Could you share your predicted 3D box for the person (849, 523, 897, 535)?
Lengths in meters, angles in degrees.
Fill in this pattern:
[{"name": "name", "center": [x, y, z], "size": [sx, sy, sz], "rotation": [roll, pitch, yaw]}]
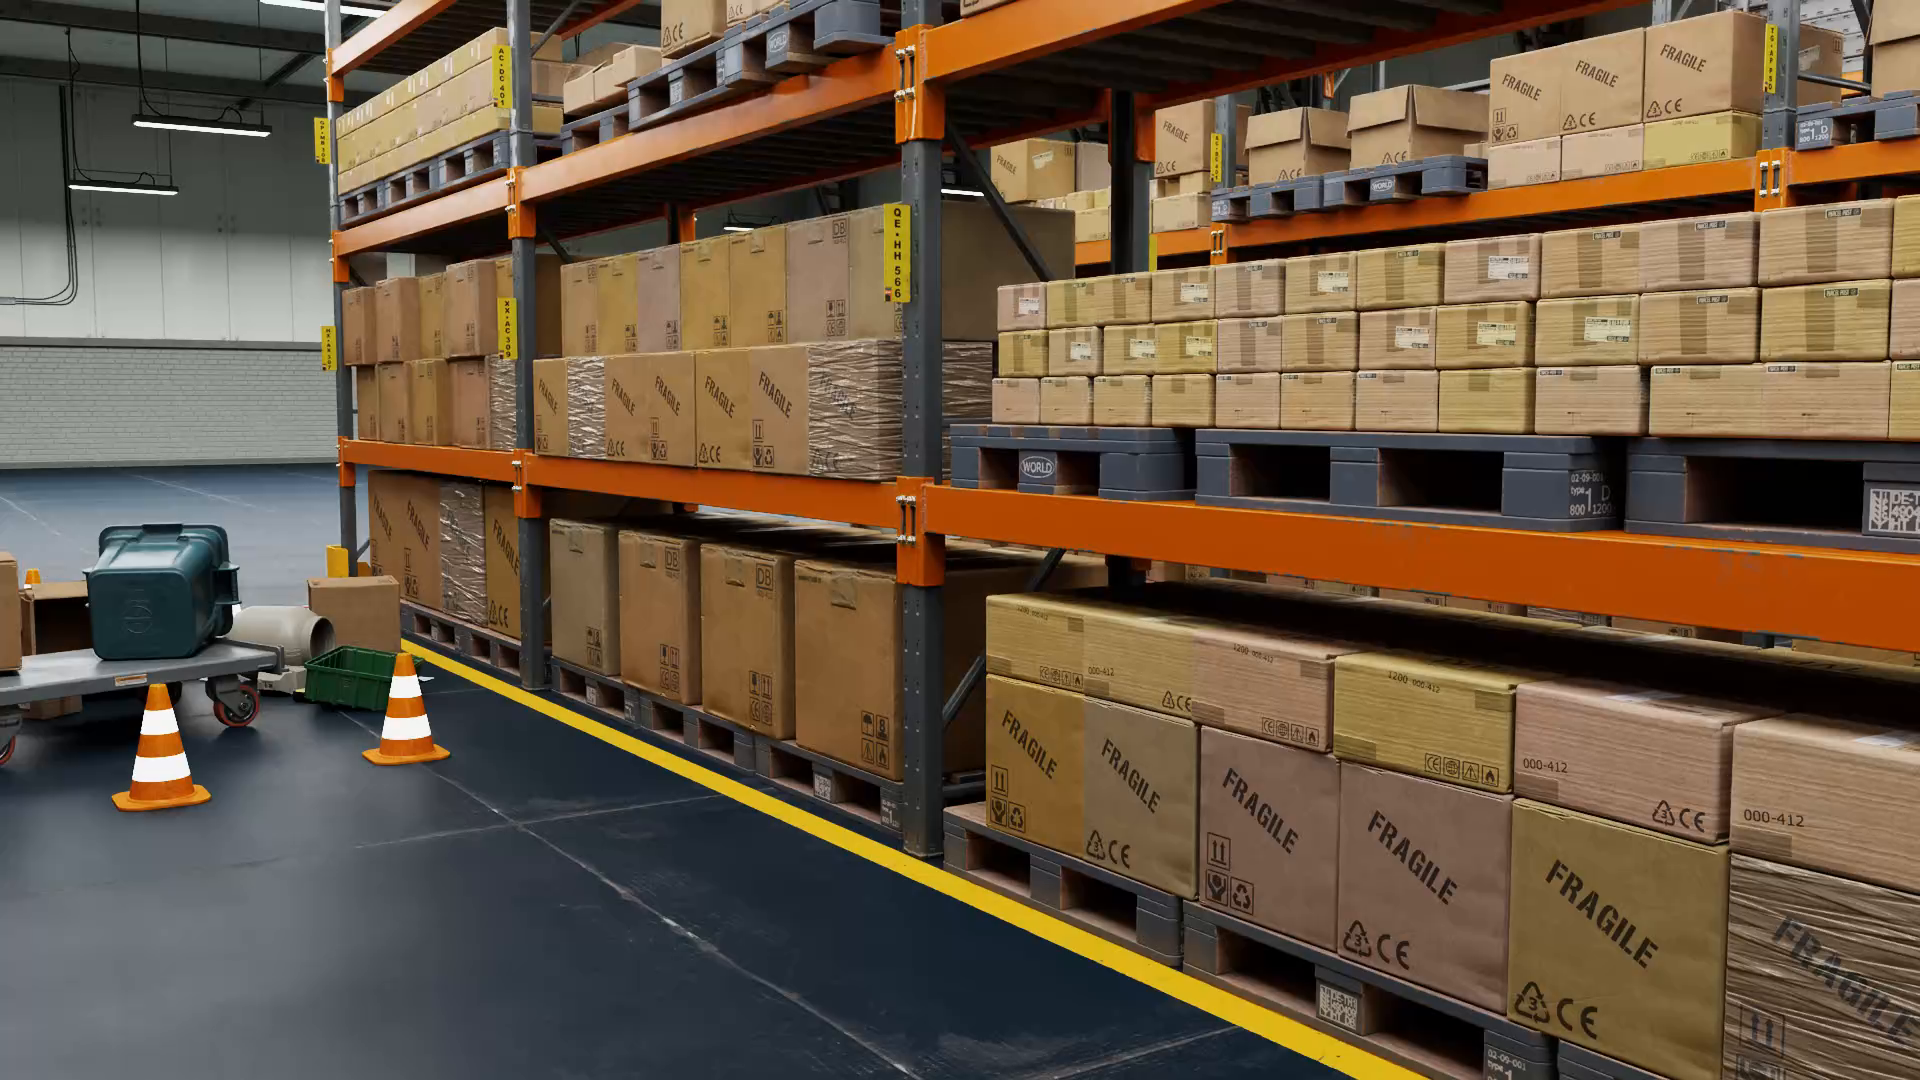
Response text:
[{"name": "person", "center": [-0.461, -0.078, 9.973], "size": [0.472, 1.666, 0.554], "rotation": [5, 7, 44]}]
